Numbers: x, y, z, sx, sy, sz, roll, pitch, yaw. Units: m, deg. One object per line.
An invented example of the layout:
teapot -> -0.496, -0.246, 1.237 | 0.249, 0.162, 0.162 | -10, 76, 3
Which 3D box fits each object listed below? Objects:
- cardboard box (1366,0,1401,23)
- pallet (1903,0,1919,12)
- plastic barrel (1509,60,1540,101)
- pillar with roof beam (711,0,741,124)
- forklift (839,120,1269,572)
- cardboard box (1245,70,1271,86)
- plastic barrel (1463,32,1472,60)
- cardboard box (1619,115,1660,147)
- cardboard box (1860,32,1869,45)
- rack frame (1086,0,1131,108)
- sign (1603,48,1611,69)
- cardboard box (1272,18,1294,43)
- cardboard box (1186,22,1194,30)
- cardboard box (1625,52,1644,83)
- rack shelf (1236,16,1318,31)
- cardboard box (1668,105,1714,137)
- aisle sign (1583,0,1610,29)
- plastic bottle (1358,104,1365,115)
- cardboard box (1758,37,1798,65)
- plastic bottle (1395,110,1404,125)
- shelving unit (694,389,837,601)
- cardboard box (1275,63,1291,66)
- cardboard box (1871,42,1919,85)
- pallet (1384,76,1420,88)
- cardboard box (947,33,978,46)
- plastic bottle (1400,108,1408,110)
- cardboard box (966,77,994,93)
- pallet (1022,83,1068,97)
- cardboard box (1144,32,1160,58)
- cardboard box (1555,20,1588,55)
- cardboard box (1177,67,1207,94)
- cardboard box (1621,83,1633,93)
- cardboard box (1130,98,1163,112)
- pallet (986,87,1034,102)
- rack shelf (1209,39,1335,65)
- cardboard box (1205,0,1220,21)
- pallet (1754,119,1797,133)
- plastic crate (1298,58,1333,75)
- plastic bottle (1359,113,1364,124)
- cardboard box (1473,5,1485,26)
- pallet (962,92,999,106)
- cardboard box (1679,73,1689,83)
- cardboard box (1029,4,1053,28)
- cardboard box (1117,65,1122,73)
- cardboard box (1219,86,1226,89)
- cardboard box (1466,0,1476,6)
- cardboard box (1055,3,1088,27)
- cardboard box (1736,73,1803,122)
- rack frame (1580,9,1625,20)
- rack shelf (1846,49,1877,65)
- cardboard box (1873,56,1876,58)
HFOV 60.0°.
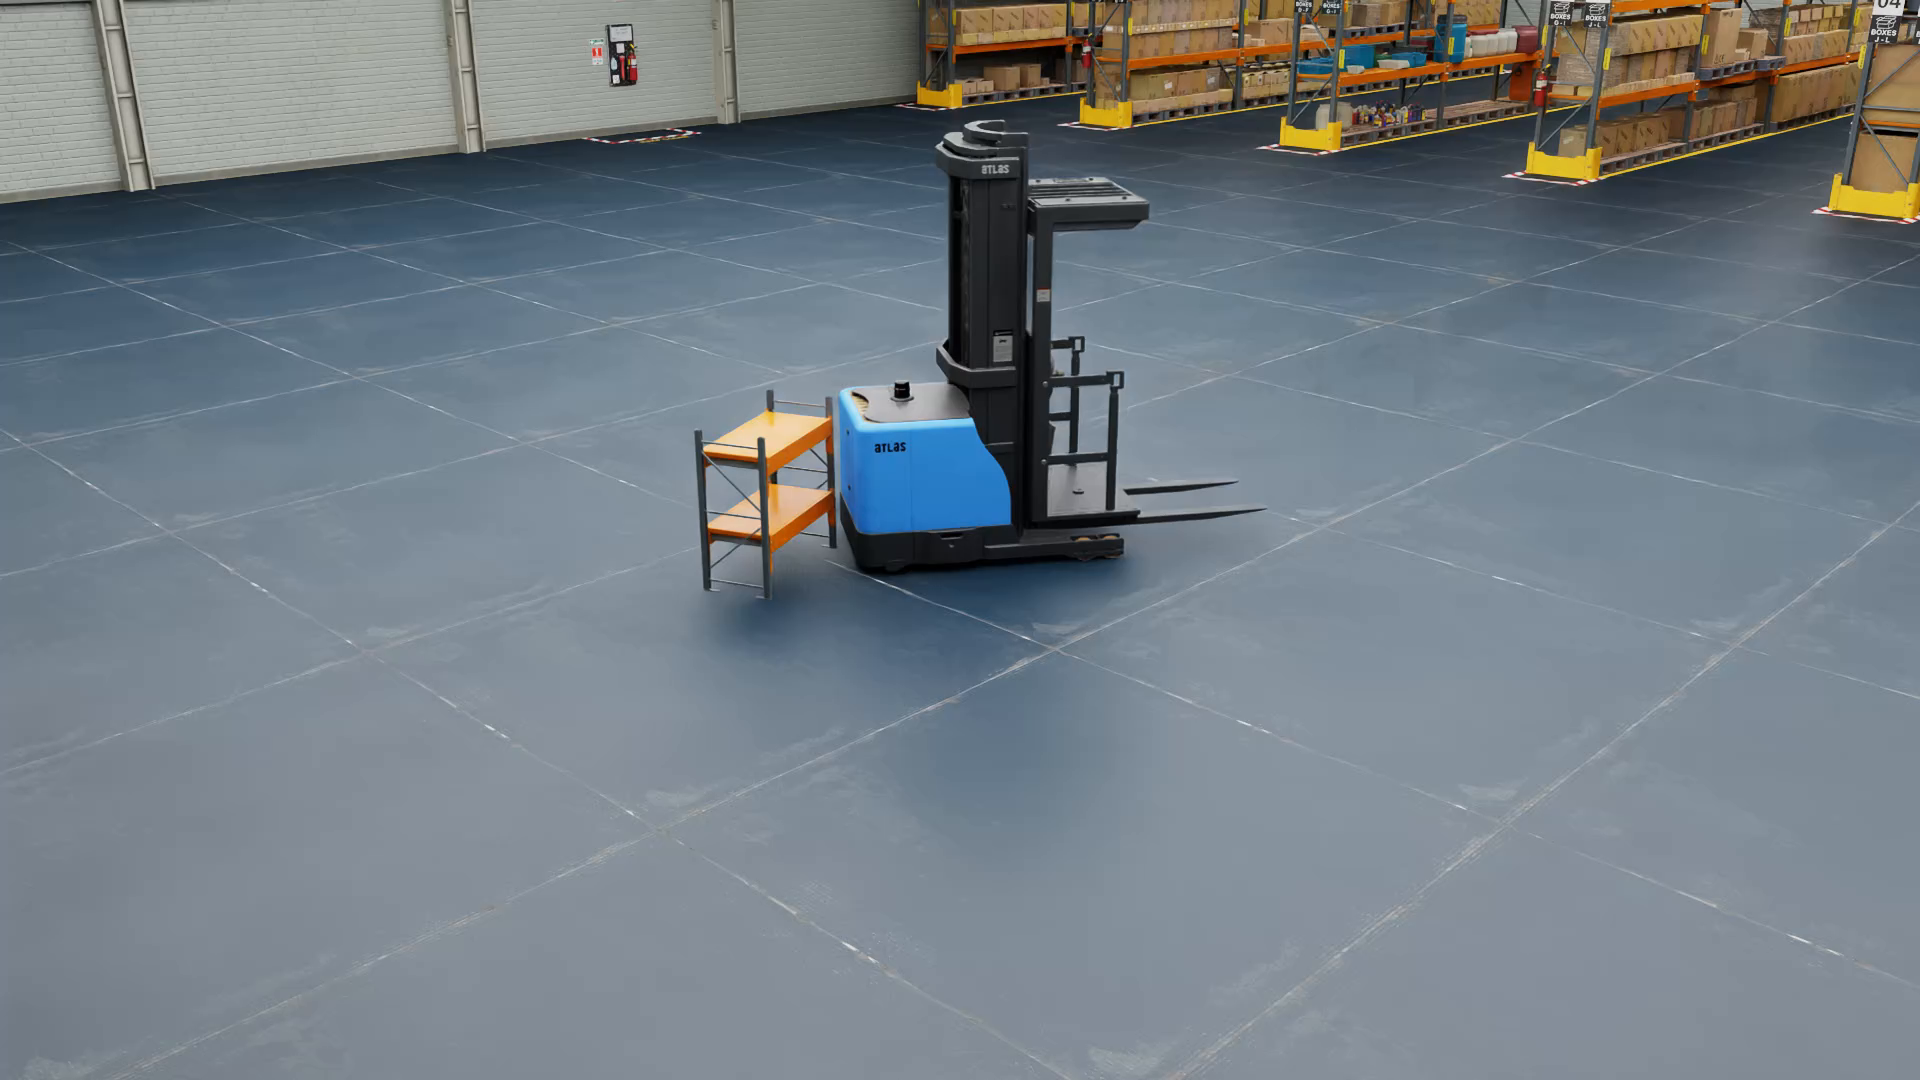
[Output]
cardboard box -> 10.479, -13.105, 41.264 | 0.500, 0.500, 0.700 | -15, 26, -34
pallet -> 14.121, -7.840, 24.235 | 1.003, 0.211, 1.213 | 19, 28, 41
plastic barrel -> 12.489, -10.165, 36.779 | 0.600, 0.830, 0.708 | 19, 28, 41
pillar with roof beam -> -1.752, -11.852, 30.367 | 9.100, 9.000, 0.400 | 19, 28, 41
forklift -> 0.691, -1.401, 11.635 | 3.031, 2.935, 1.130 | -4, 21, -11
cardboard box -> 6.643, -10.410, 37.442 | 0.500, 0.311, 0.500 | 19, 28, 40
plastic barrel -> 10.194, -10.078, 33.924 | 0.433, 0.535, 0.433 | 0, 21, 0
cardboard box -> 12.216, -7.371, 29.970 | 0.500, 0.500, 0.500 | -11, 23, -25
cardboard box -> 19.365, -10.891, 36.023 | 0.500, 0.250, 0.500 | 19, 28, 40
rack frame -> 3.033, -10.036, 34.004 | 1.000, 3.000, 0.127 | 19, 28, 41
sign -> 10.517, -7.824, 27.043 | 0.100, 0.325, 0.005 | 19, 28, 41
cardboard box -> 7.455, -11.704, 38.204 | 0.500, 0.500, 0.500 | 17, 27, 38
cardboard box -> 4.717, -10.895, 35.196 | 0.250, 0.149, 0.380 | -19, 28, -40
cardboard box -> 11.174, -8.152, 28.549 | 0.875, 0.500, 0.500 | 19, 28, 41
rack shelf -> 9.247, -14.538, 46.720 | 1.077, 0.370, 4.000 | 19, 28, 41
cardboard box -> 13.708, -7.893, 31.299 | 0.700, 0.500, 0.500 | 19, 28, 40
aisle sign -> 10.299, -8.678, 26.848 | 0.394, 0.787, 0.004 | 19, 28, 41
plastic bottle -> 7.951, -8.483, 33.043 | 0.185, 0.351, 0.144 | -19, 28, -40
cardboard box -> 16.243, -9.716, 33.032 | 0.500, 0.500, 0.500 | -19, 28, -40
plastic bottle -> 8.651, -8.347, 32.793 | 0.135, 0.276, 0.152 | -20, 28, -41
shelving unit -> -1.305, -0.330, 11.366 | 0.538, 1.125, 1.048 | 8, 22, 20
cardboard box -> 7.677, -11.068, 39.156 | 0.500, 0.311, 0.500 | 18, 28, 39
cardboard box -> 13.898, -6.948, 24.256 | 0.875, 0.550, 0.550 | 19, 28, 41
pallet -> 10.864, -11.600, 41.962 | 1.003, 0.211, 1.213 | 19, 28, 41
cardboard box -> 0.049, -11.260, 37.371 | 0.500, 0.250, 0.500 | 18, 28, 39
plastic bottle -> 8.869, -8.501, 33.194 | 0.152, 0.276, 0.135 | 19, 28, 41
cardboard box -> 0.426, -10.527, 38.416 | 0.500, 0.311, 0.500 | -17, 27, -38
pallet -> 1.828, -10.820, 39.931 | 1.003, 0.211, 1.213 | 19, 28, 41
cardboard box -> 3.730, -10.336, 34.645 | 0.500, 0.500, 0.700 | -19, 28, -41
cardboard box -> 10.334, -8.411, 27.829 | 0.500, 0.500, 0.500 | 19, 28, 41
cardboard box -> 4.953, -9.898, 35.847 | 0.500, 0.500, 0.500 | 19, 28, 41
cardboard box -> 11.210, -7.704, 28.287 | 0.380, 0.149, 0.250 | 19, 28, 41
cardboard box -> 3.912, -9.160, 34.973 | 0.500, 0.250, 0.500 | 19, 28, 41
pallet -> 0.977, -10.505, 39.111 | 1.003, 0.211, 1.213 | 19, 28, 41
rack shelf -> 7.218, -11.242, 38.146 | 1.077, 0.370, 4.000 | 19, 28, 41
cardboard box -> 5.166, -11.471, 35.789 | 0.700, 0.500, 0.500 | 19, 28, 41
pallet -> 16.313, -8.494, 33.880 | 1.003, 0.211, 1.213 | 19, 28, 41
plastic crate -> 6.714, -8.929, 31.333 | 0.499, 0.251, 0.616 | 19, 28, 41
plastic bottle -> 7.941, -8.343, 32.888 | 0.097, 0.201, 0.097 | 0, 21, 0
cardboard box -> 13.366, -13.751, 43.531 | 0.500, 0.500, 0.500 | 20, 28, 41
pallet -> 0.126, -10.193, 38.299 | 1.003, 0.211, 1.213 | 19, 28, 41
cardboard box -> 12.798, -8.276, 29.775 | 0.380, 0.149, 0.250 | 19, 28, 41
cardboard box -> 1.819, -12.264, 38.936 | 0.500, 0.500, 0.500 | 19, 28, 40
cardboard box -> 3.828, -11.934, 41.812 | 0.700, 0.500, 0.500 | 19, 28, 40
cardboard box -> 5.905, -10.156, 37.564 | 0.500, 0.250, 0.500 | 19, 28, 40
cardboard box -> 13.012, -14.082, 42.999 | 0.500, 0.500, 0.500 | -19, 28, -40
cardboard box -> 2.651, -12.677, 40.124 | 0.700, 0.500, 0.500 | 19, 28, 41
cardboard box -> 16.205, -8.988, 33.655 | 1.225, 0.875, 0.875 | 18, 27, 38
rack frame -> 14.950, -11.880, 38.802 | 1.000, 3.000, 0.127 | 19, 28, 41
rack shelf -> 19.894, -10.819, 37.043 | 1.077, 0.370, 4.000 | 19, 28, 41
cardboard box -> 20.265, -10.454, 37.469 | 0.875, 0.875, 0.875 | 19, 28, 41
